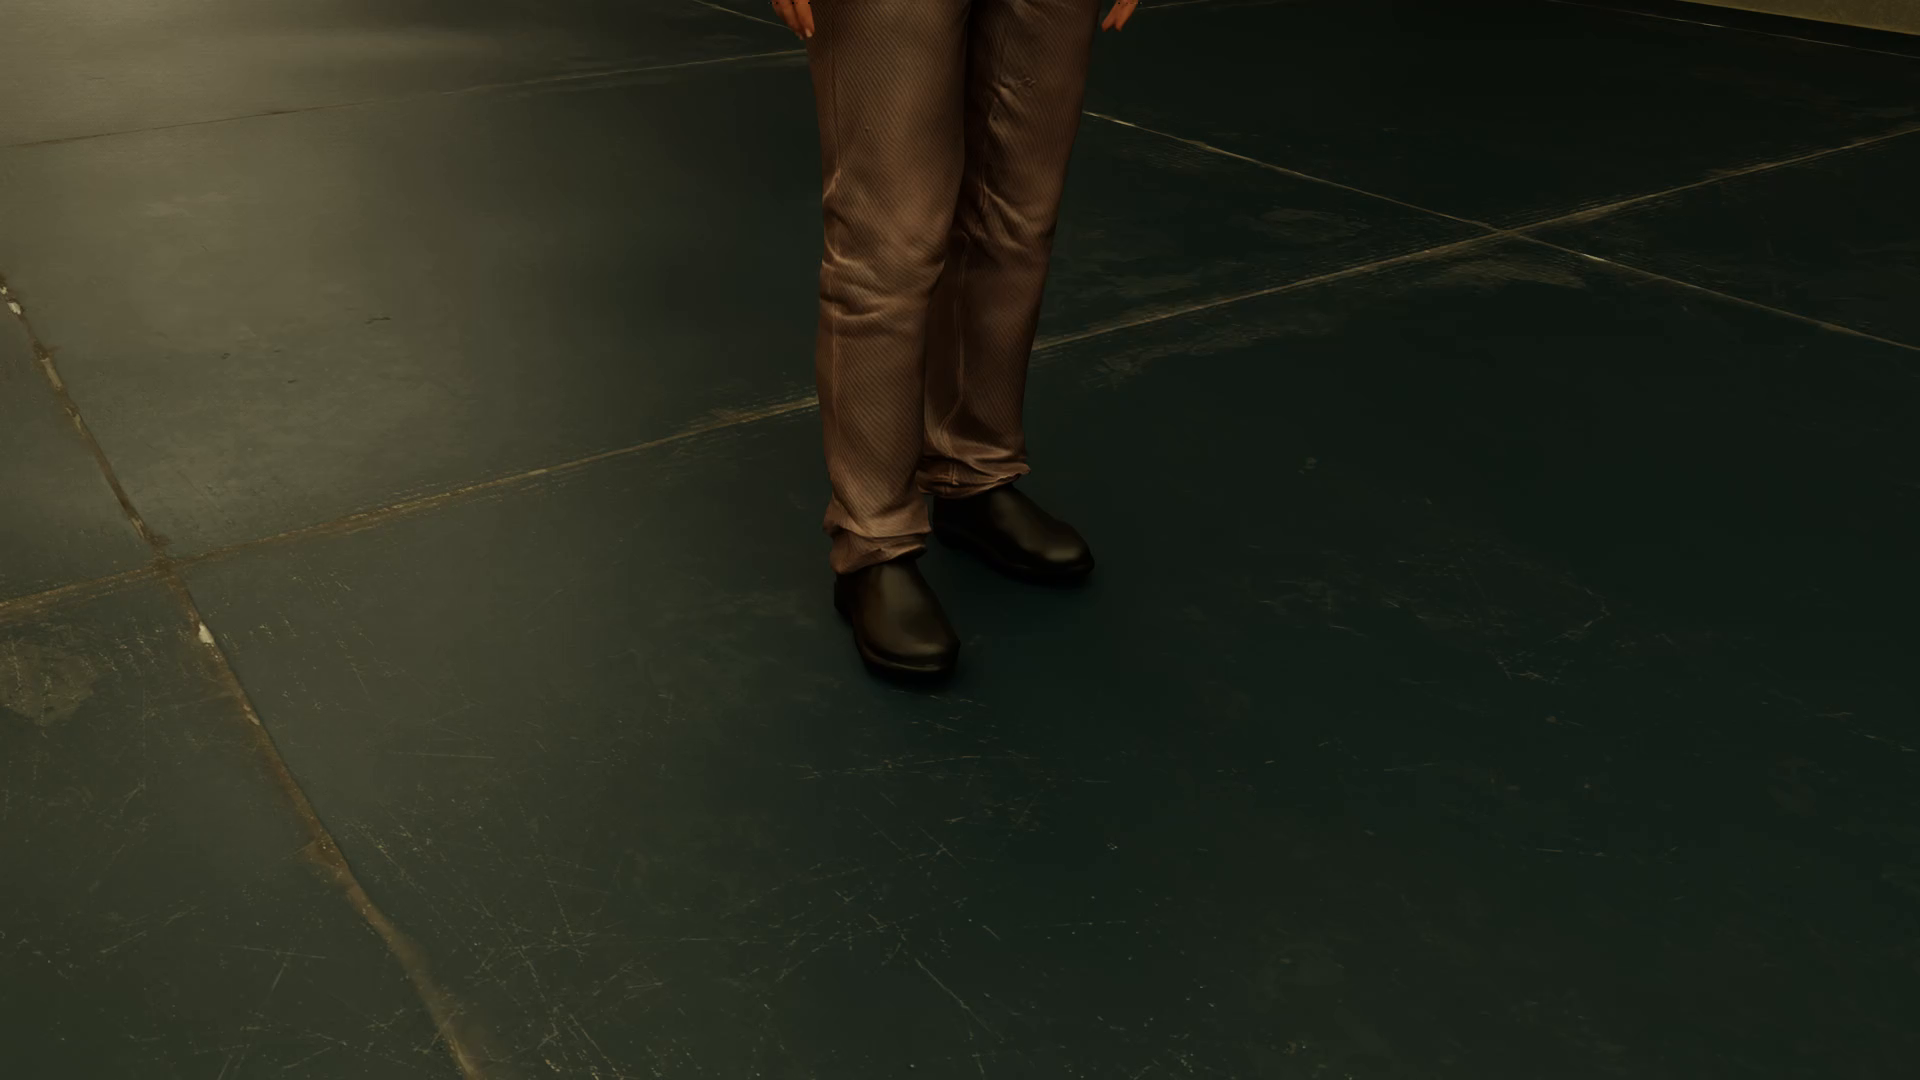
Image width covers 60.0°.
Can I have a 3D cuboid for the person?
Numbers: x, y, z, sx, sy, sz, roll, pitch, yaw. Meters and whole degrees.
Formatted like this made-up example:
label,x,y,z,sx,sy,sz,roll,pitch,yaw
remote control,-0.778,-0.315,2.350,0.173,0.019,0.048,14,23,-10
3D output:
label,x,y,z,sx,sy,sz,roll,pitch,yaw
person,0.030,-0.750,2.061,0.633,1.722,0.566,-17,31,-31
